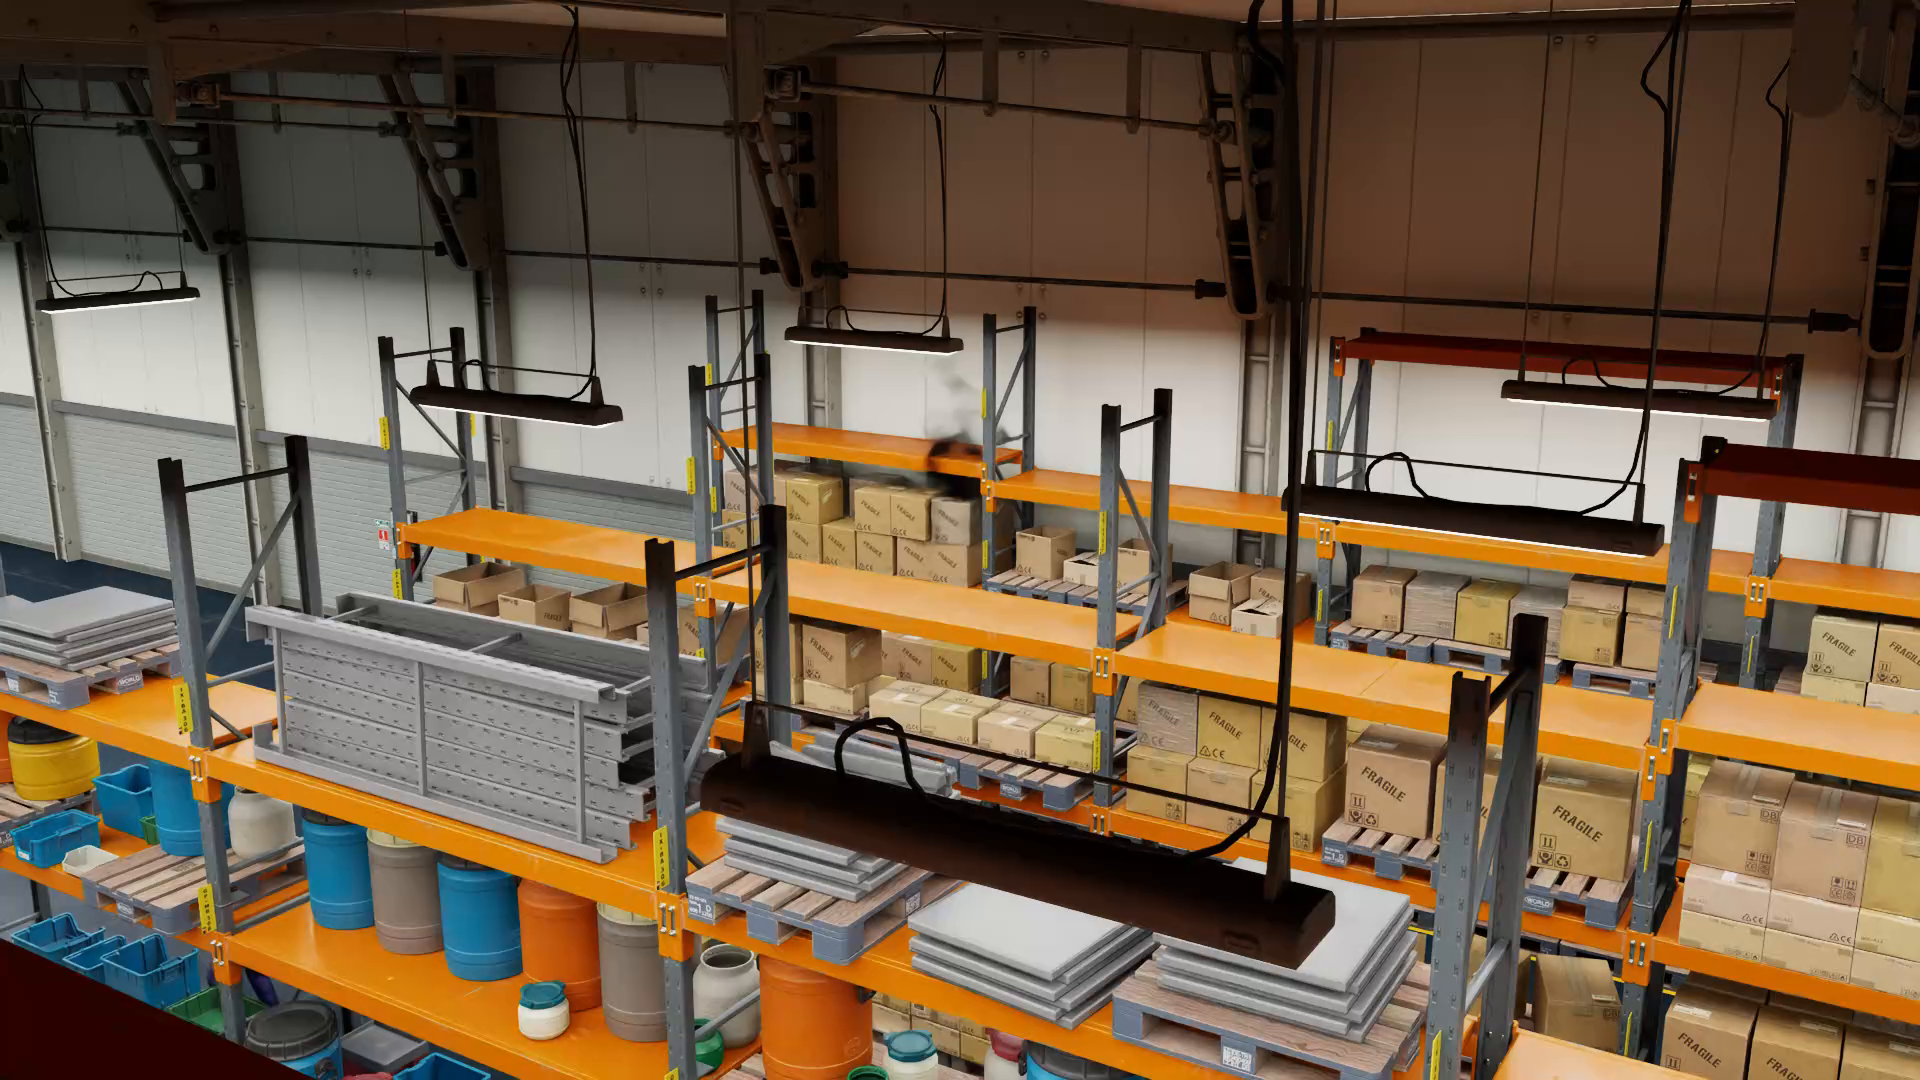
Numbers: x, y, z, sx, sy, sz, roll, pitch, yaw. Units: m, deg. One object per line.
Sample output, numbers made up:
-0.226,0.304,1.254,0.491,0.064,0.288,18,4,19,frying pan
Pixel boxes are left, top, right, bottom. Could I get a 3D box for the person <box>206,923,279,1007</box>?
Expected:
-6.496,3.673,15.004,0.688,1.666,0.578,5,15,21,person
